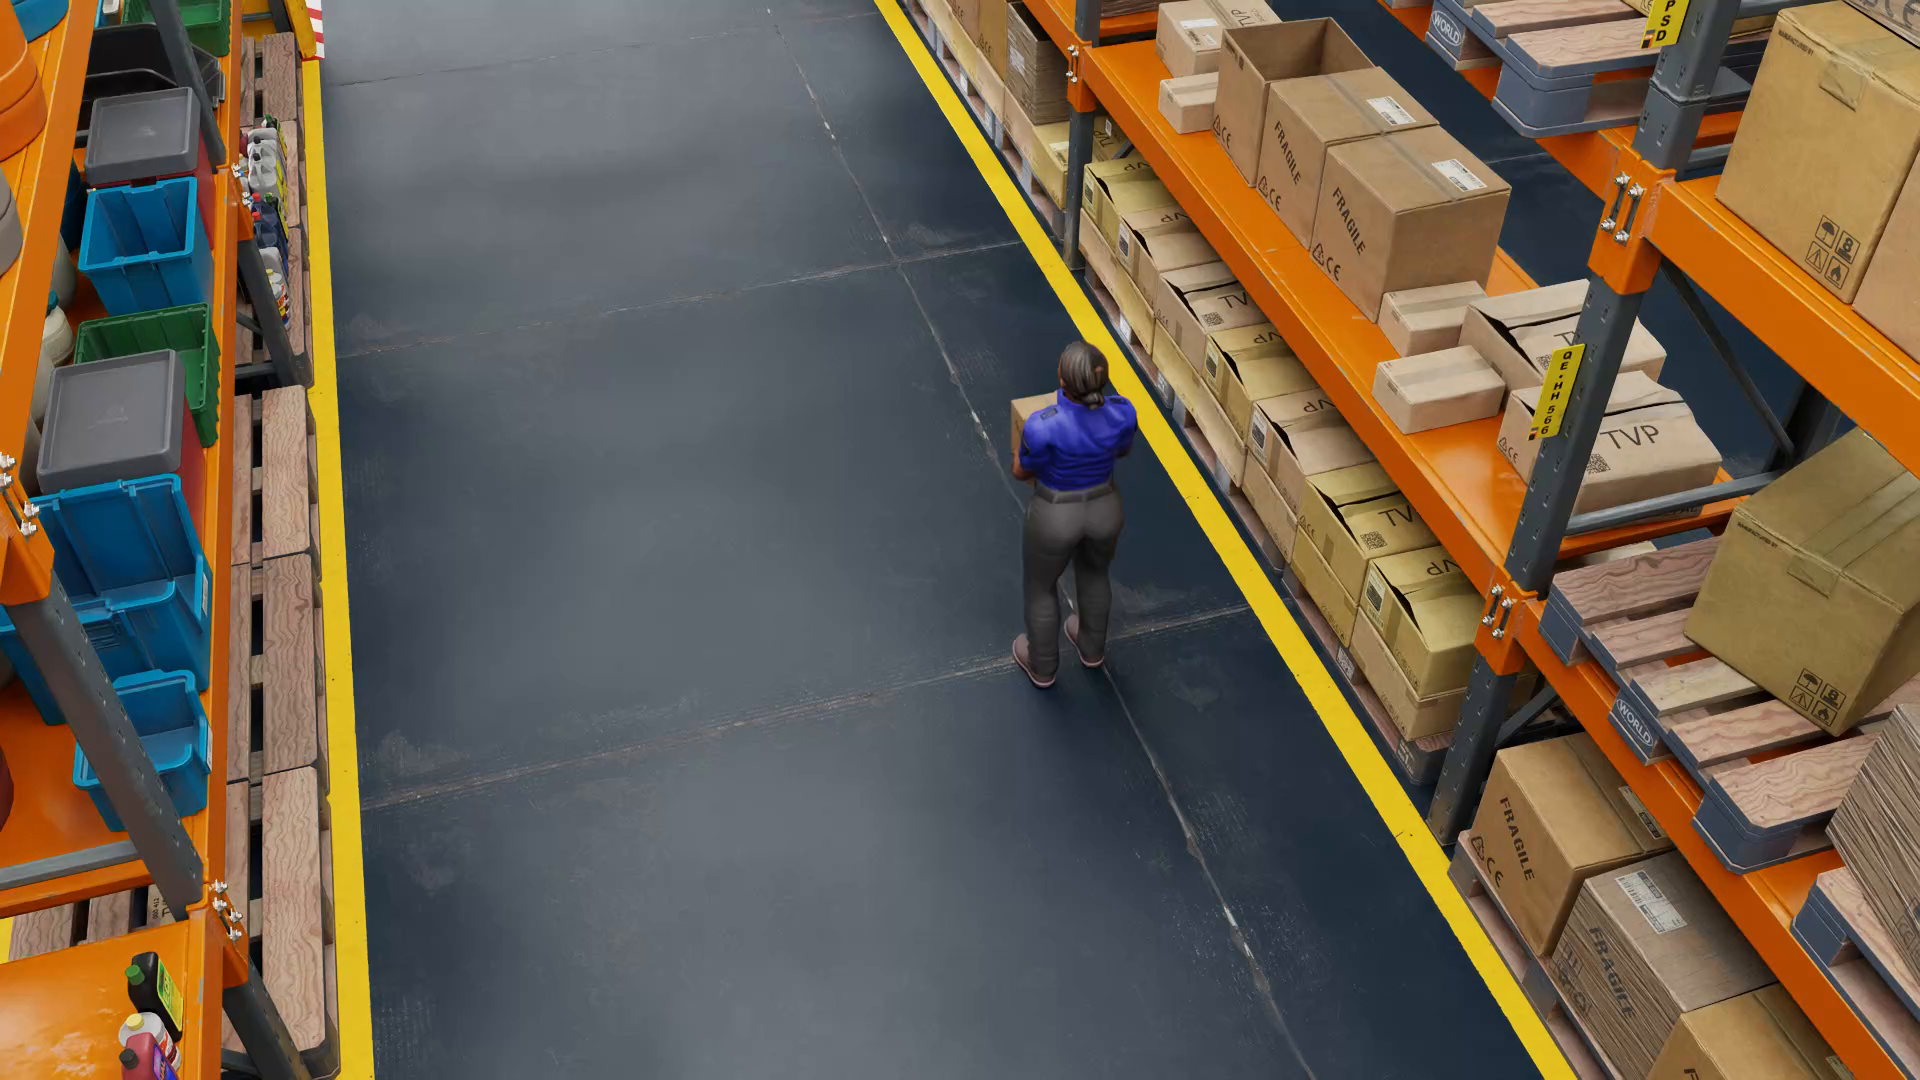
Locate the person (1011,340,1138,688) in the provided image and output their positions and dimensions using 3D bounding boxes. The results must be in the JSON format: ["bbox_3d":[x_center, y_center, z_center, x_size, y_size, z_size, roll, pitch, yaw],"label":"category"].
[{"bbox_3d":[0.401,-0.145,6.326,0.452,1.649,0.512,-12,44,-13],"label":"person"}]
